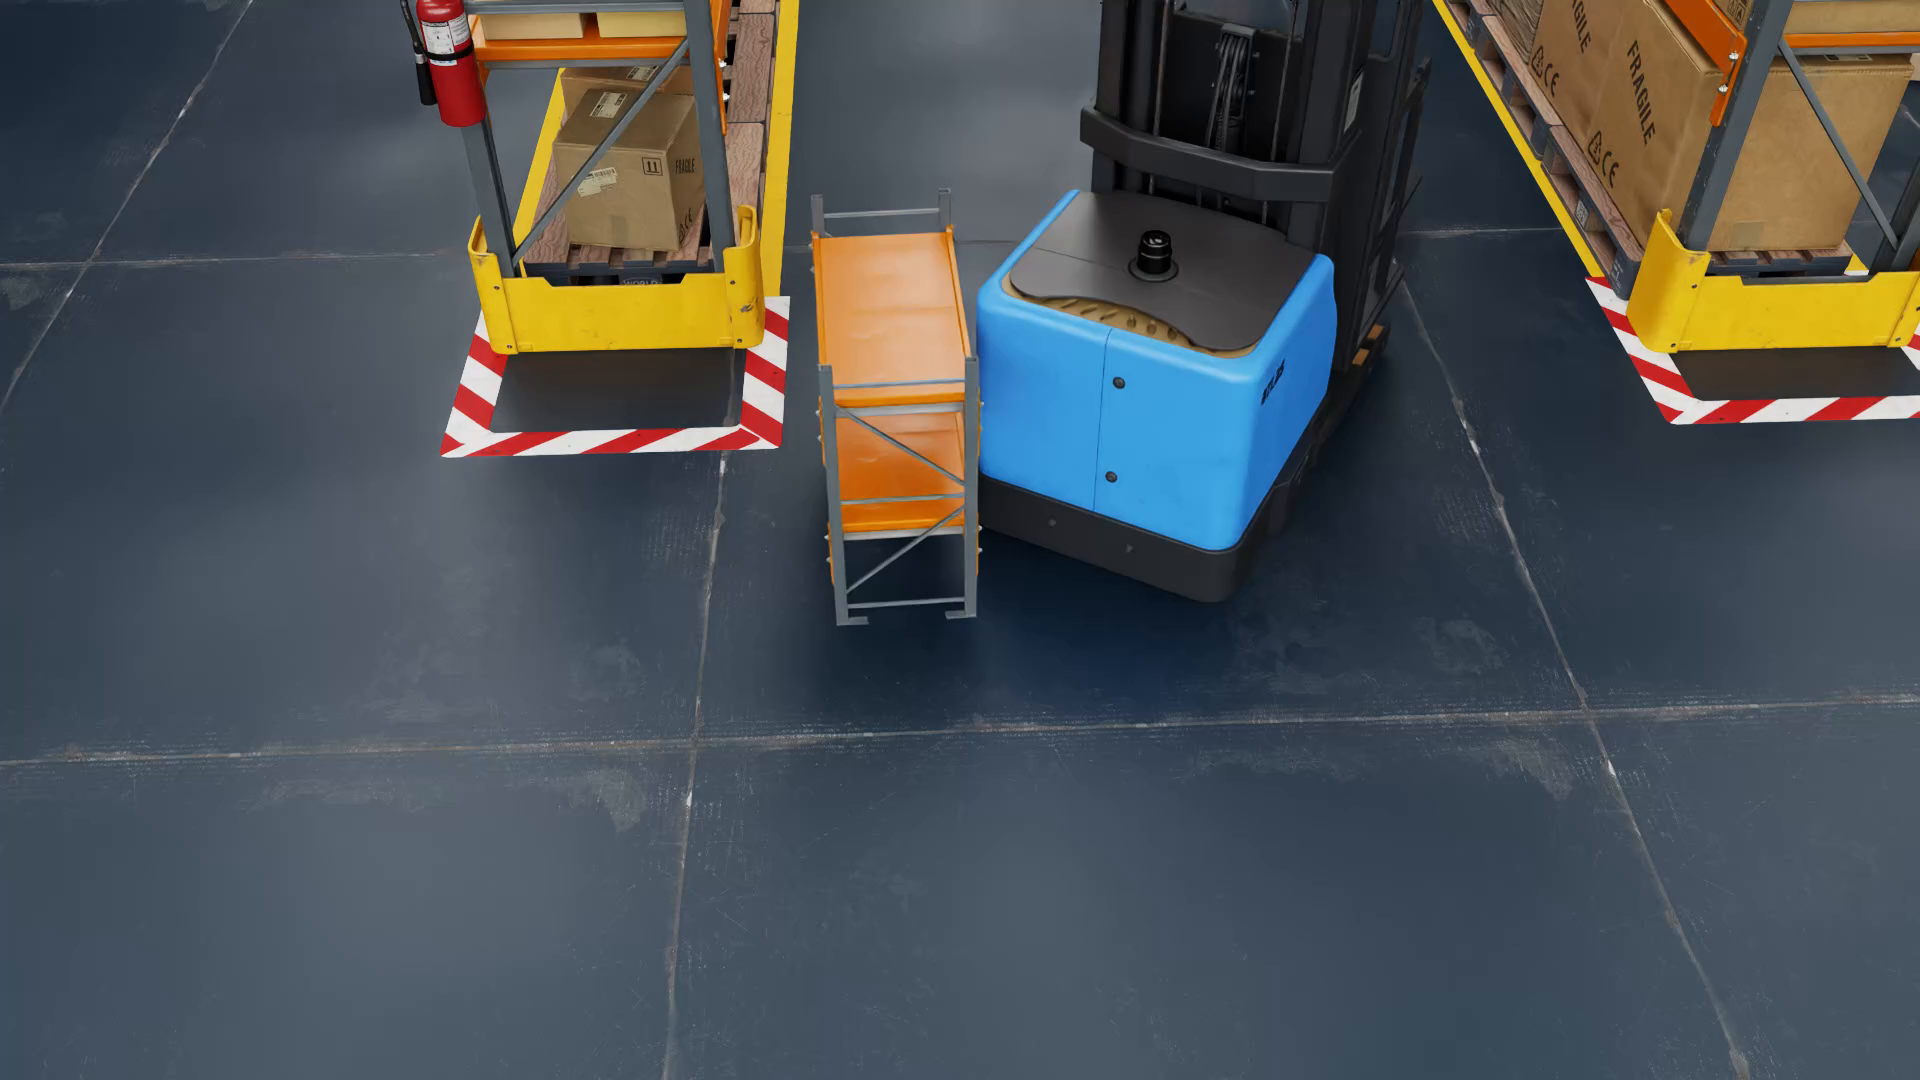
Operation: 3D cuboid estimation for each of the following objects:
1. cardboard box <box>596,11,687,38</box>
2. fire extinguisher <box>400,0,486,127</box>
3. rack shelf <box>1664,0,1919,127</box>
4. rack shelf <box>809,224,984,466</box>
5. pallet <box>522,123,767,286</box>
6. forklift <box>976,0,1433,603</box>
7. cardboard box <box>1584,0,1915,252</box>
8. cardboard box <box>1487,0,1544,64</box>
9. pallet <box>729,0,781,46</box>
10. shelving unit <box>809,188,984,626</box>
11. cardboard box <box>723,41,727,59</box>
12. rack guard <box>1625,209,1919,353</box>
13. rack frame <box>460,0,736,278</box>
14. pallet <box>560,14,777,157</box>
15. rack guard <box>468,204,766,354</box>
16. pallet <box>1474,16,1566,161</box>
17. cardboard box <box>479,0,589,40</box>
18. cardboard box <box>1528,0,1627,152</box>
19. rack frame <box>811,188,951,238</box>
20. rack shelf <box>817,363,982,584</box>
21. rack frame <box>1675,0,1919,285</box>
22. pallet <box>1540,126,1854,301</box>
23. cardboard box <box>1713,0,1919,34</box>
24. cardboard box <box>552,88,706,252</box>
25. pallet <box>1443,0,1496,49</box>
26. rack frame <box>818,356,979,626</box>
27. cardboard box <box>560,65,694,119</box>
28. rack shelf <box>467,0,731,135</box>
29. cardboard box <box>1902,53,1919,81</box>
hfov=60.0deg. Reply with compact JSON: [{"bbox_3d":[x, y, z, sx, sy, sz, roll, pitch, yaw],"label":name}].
[{"bbox_3d":[-1.211,-2.087,6.493,0.380,0.149,0.250,-2,43,-2],"label":"cardboard box"},{"bbox_3d":[-1.893,-1.862,6.118,0.296,0.674,0.183,-2,43,-2],"label":"fire extinguisher"},{"bbox_3d":[3.438,-3.140,7.988,1.077,0.370,4.000,-2,43,-2],"label":"rack shelf"},{"bbox_3d":[-0.237,-0.693,5.741,0.538,0.278,1.000,-3,43,-4],"label":"rack shelf"},{"bbox_3d":[-1.440,-1.554,7.789,1.003,0.211,1.213,-2,43,-2],"label":"pallet"},{"bbox_3d":[1.169,-1.850,6.099,1.130,2.935,3.031,19,46,20],"label":"forklift"},{"bbox_3d":[3.428,-1.882,7.345,0.875,0.875,0.875,-1,43,-2],"label":"cardboard box"},{"bbox_3d":[3.352,-3.092,8.665,0.875,0.875,0.875,-1,43,-1],"label":"cardboard box"},{"bbox_3d":[-1.543,-3.201,9.586,1.003,0.211,1.213,-2,43,-2],"label":"pallet"},{"bbox_3d":[-0.237,-0.478,5.939,0.538,1.125,1.048,-3,43,-4],"label":"shelving unit"},{"bbox_3d":[-1.493,-2.840,8.668,0.500,0.500,0.500,-5,43,-6],"label":"cardboard box"},{"bbox_3d":[3.524,-1.117,7.099,1.175,0.500,0.348,-2,43,-2],"label":"rack guard"},{"bbox_3d":[-1.437,-1.981,6.191,1.000,3.000,0.127,-2,43,-2],"label":"rack frame"},{"bbox_3d":[-1.488,-2.375,8.685,1.003,0.211,1.213,-2,43,-2],"label":"pallet"},{"bbox_3d":[-1.440,-1.111,7.092,1.175,0.500,0.348,-2,43,-2],"label":"rack guard"},{"bbox_3d":[3.362,-2.386,8.697,1.003,0.211,1.213,-2,43,-2],"label":"pallet"},{"bbox_3d":[-1.656,-2.075,6.479,0.380,0.149,0.250,-2,43,-2],"label":"cardboard box"},{"bbox_3d":[3.388,-2.476,7.993,0.875,0.875,0.875,-2,43,-2],"label":"cardboard box"},{"bbox_3d":[-0.282,-0.820,6.312,0.500,1.125,0.032,-3,43,-4],"label":"rack frame"},{"bbox_3d":[-0.237,-0.297,6.104,0.538,0.278,1.000,-3,43,-4],"label":"rack shelf"},{"bbox_3d":[3.523,-2.055,6.272,1.000,3.000,0.127,-2,43,-2],"label":"rack frame"},{"bbox_3d":[3.410,-1.564,7.801,1.003,0.211,1.213,-2,43,-2],"label":"pallet"},{"bbox_3d":[3.462,-2.359,6.493,0.875,0.550,0.550,-2,43,-2],"label":"cardboard box"},{"bbox_3d":[-1.447,-1.636,7.354,0.500,0.500,0.500,6,43,6],"label":"cardboard box"},{"bbox_3d":[3.307,-3.212,9.598,1.003,0.211,1.213,-2,43,-2],"label":"pallet"},{"bbox_3d":[-0.191,-0.136,5.565,0.500,1.125,0.032,-3,43,-4],"label":"rack frame"},{"bbox_3d":[-1.507,-2.039,7.793,0.500,0.500,0.500,9,43,9],"label":"cardboard box"},{"bbox_3d":[-1.522,-3.066,7.907,1.077,0.370,4.000,-2,43,-2],"label":"rack shelf"},{"bbox_3d":[5.266,-2.640,8.933,0.396,0.266,0.258,5,43,6],"label":"cardboard box"}]
